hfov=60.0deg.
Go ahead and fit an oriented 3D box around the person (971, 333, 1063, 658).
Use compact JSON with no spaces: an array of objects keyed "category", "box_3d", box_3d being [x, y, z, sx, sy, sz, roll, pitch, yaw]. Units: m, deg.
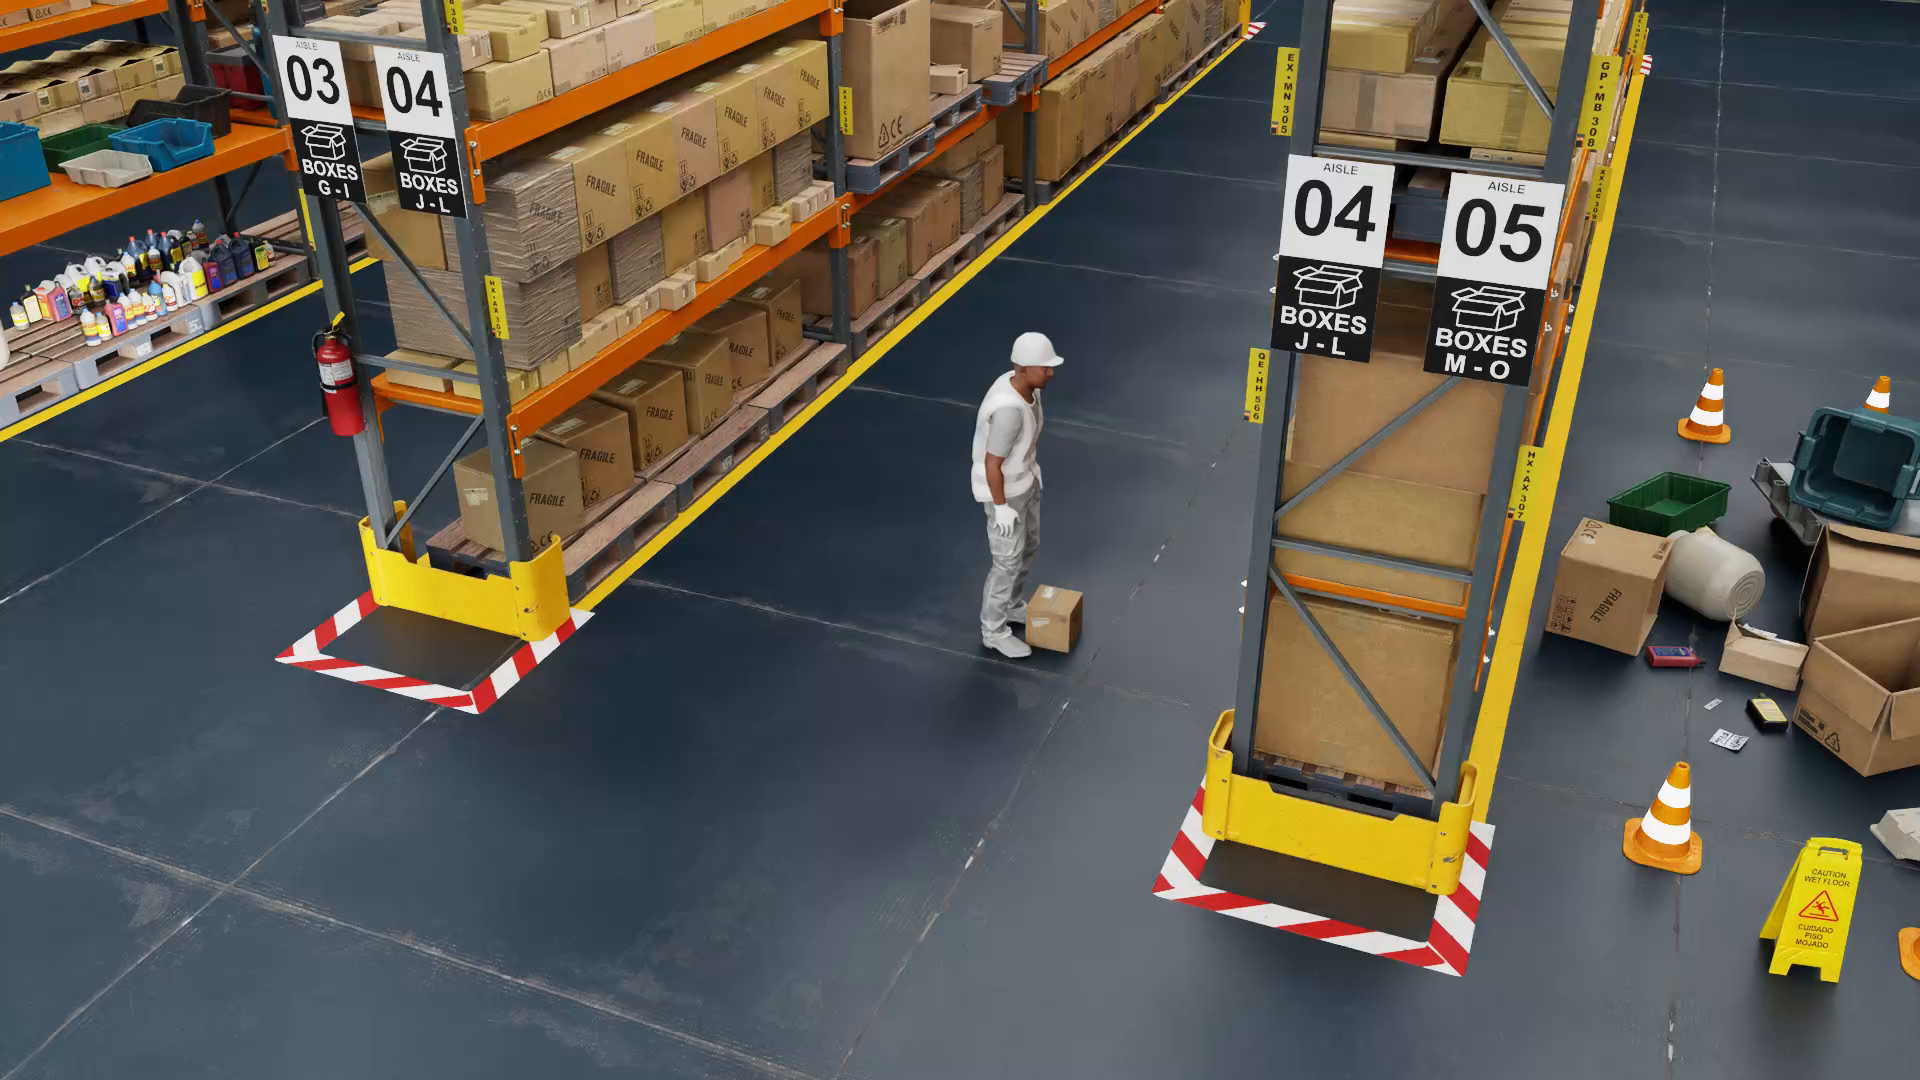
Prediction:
[{"category":"person","box_3d":[0.301,-0.269,8.869,0.450,1.772,0.619,10,31,16]}]
